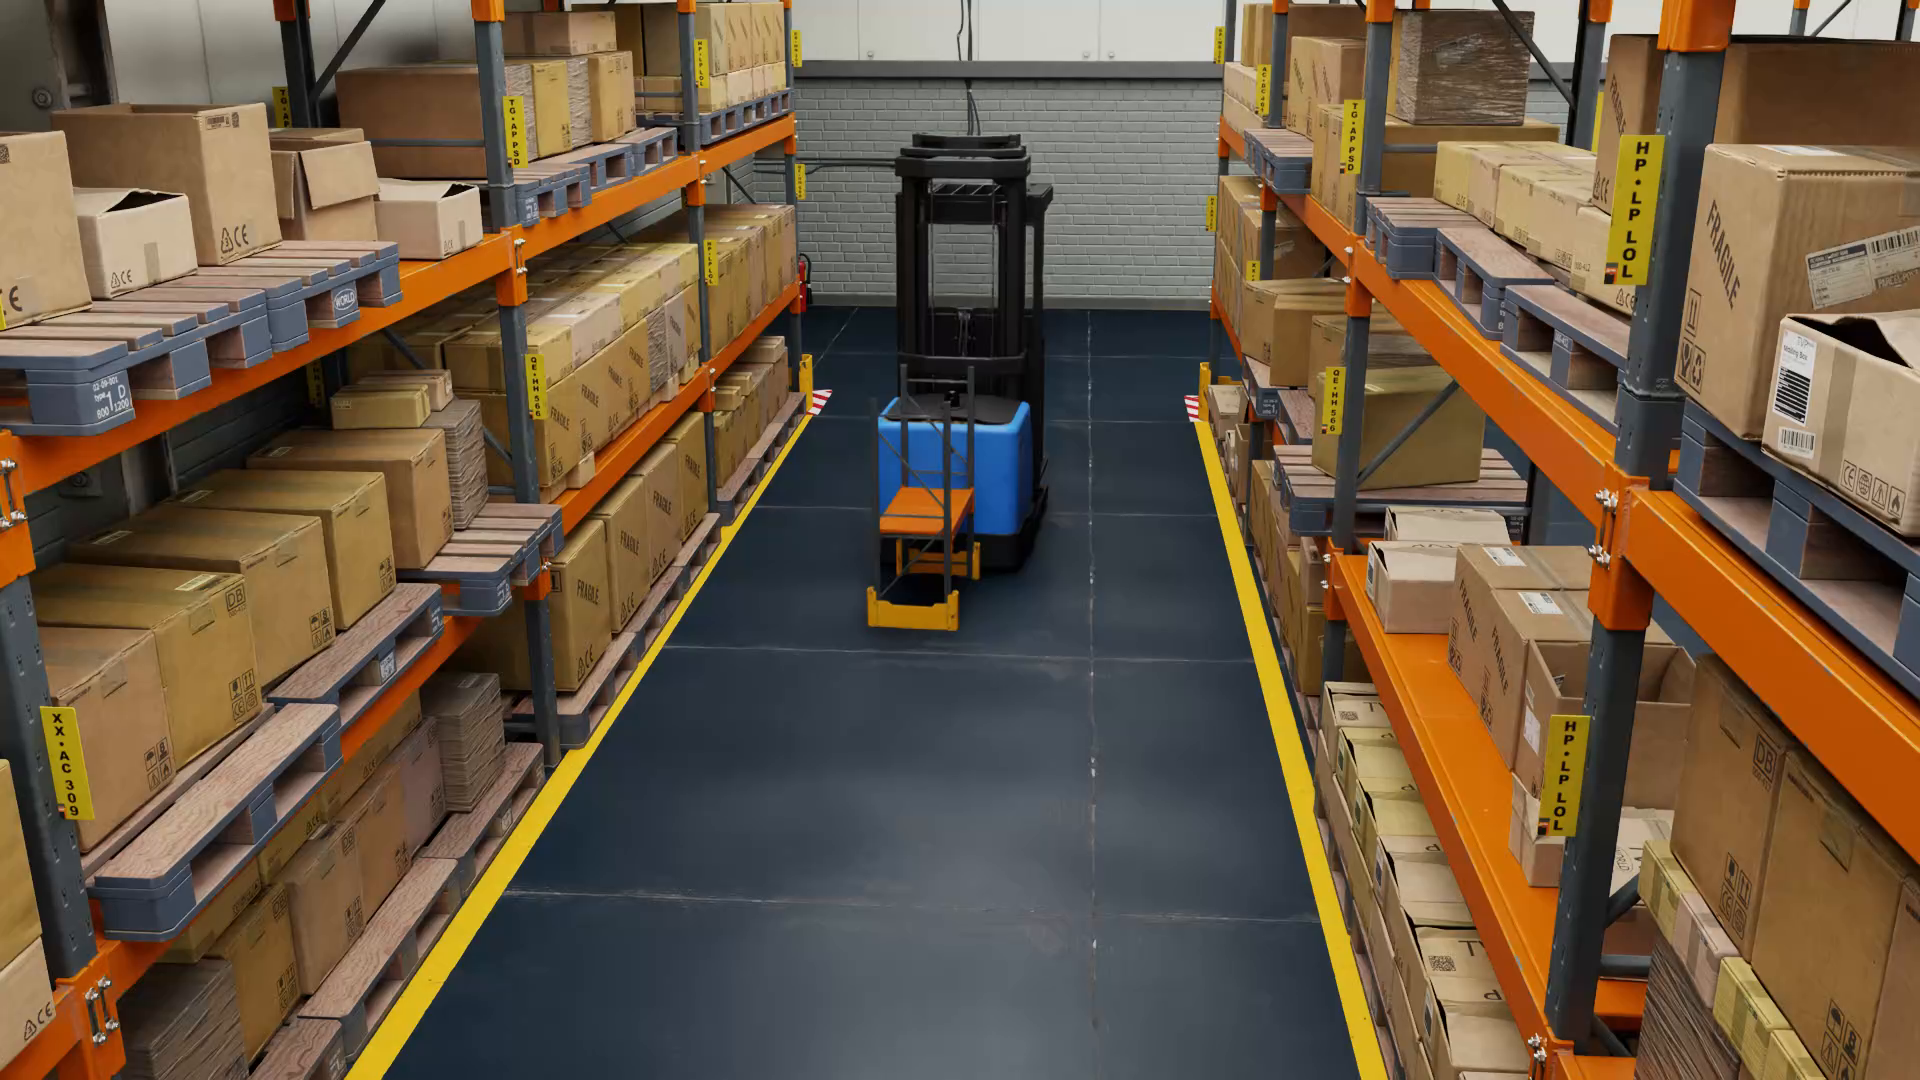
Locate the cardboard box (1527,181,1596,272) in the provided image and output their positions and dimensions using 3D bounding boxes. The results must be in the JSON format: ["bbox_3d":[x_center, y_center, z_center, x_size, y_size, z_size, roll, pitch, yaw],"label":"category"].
[{"bbox_3d":[2.229,-1.042,5.535,0.500,0.250,0.500,0,18,-1],"label":"cardboard box"}]

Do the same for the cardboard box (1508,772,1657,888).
[{"bbox_3d":[1.911,0.891,5.103,0.396,0.266,0.258,1,18,3],"label":"cardboard box"}]

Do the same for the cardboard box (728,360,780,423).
[{"bbox_3d":[-2.036,-1.369,15.123,0.700,0.500,0.500,1,18,4],"label":"cardboard box"}]

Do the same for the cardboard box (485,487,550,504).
[{"bbox_3d":[-2.369,-0.235,8.694,0.380,0.149,0.250,1,18,3],"label":"cardboard box"}]

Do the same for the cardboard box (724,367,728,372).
[{"bbox_3d":[-2.262,-1.562,14.670,0.380,0.149,0.250,2,18,5],"label":"cardboard box"}]

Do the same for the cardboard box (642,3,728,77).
[{"bbox_3d":[-2.006,-3.663,12.168,0.500,0.500,0.500,1,18,3],"label":"cardboard box"}]

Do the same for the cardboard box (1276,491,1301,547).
[{"bbox_3d":[2.220,-0.147,10.157,0.500,0.250,0.500,1,18,3],"label":"cardboard box"}]

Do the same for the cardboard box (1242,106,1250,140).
[{"bbox_3d":[2.448,-3.202,12.802,0.500,0.250,0.500,1,18,4],"label":"cardboard box"}]

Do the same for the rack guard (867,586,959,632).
[{"bbox_3d":[-0.302,0.442,10.672,0.587,0.250,0.087,3,18,8],"label":"rack guard"}]

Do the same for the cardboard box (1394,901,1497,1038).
[{"bbox_3d":[1.844,1.496,5.881,0.500,0.311,0.500,1,18,4],"label":"cardboard box"}]

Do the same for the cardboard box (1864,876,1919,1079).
[{"bbox_3d":[1.934,0.891,2.644,0.700,0.500,0.500,1,18,4],"label":"cardboard box"}]

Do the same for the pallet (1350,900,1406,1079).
[{"bbox_3d":[2.130,1.820,6.531,1.003,0.211,1.213,1,18,4],"label":"pallet"}]

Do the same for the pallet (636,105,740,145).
[{"bbox_3d":[-2.267,-3.127,12.474,1.003,0.211,1.213,1,18,4],"label":"pallet"}]

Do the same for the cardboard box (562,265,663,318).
[{"bbox_3d":[-2.198,-1.577,10.543,0.500,0.250,0.500,2,18,5],"label":"cardboard box"}]

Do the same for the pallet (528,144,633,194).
[{"bbox_3d":[-2.553,-2.132,9.598,1.003,0.211,1.213,2,18,6],"label":"pallet"}]

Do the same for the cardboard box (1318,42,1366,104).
[{"bbox_3d":[2.402,-2.531,9.518,0.600,0.600,0.600,1,18,2],"label":"cardboard box"}]

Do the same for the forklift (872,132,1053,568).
[{"bbox_3d":[0.109,-1.617,12.652,1.130,2.935,3.031,3,18,8],"label":"forklift"}]

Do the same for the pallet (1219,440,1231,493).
[{"bbox_3d":[2.740,-0.648,14.063,1.003,0.211,1.213,1,18,4],"label":"pallet"}]

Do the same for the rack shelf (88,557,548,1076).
[{"bbox_3d":[-2.767,0.715,6.578,1.077,0.370,4.000,1,18,4],"label":"rack shelf"}]

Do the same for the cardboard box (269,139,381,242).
[{"bbox_3d":[-2.809,-1.331,6.653,0.797,0.503,0.637,4,19,12],"label":"cardboard box"}]

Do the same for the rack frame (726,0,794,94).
[{"bbox_3d":[-2.050,-5.583,15.010,1.000,3.000,0.127,1,18,4],"label":"rack frame"}]

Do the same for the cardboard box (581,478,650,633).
[{"bbox_3d":[-2.370,0.077,10.149,0.750,0.750,0.750,1,18,4],"label":"cardboard box"}]

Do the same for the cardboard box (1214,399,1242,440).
[{"bbox_3d":[2.498,-1.052,14.526,0.500,0.250,0.500,1,18,4],"label":"cardboard box"}]

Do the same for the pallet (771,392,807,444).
[{"bbox_3d":[-2.029,-1.157,15.615,1.003,0.211,1.213,1,18,4],"label":"pallet"}]

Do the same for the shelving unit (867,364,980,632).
[{"bbox_3d":[-0.228,-0.305,10.946,0.587,1.500,1.083,3,18,8],"label":"shelving unit"}]

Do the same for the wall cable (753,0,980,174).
[{"bbox_3d":[-1.288,-5.856,20.830,3.097,2.526,0.112,1,18,4],"label":"wall cable"}]

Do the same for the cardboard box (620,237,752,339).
[{"bbox_3d":[-2.223,-2.027,13.311,0.980,0.700,0.700,1,18,3],"label":"cardboard box"}]

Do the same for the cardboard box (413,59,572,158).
[{"bbox_3d":[-2.607,-2.419,9.303,0.700,0.500,0.500,2,18,7],"label":"cardboard box"}]

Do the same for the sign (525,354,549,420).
[{"bbox_3d":[-2.081,-0.751,8.165,0.100,0.325,0.005,1,18,4],"label":"sign"}]

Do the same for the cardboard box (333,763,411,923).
[{"bbox_3d":[-2.783,1.268,7.043,0.700,0.500,0.500,1,18,4],"label":"cardboard box"}]

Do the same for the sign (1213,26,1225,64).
[{"bbox_3d":[2.350,-4.476,15.044,0.100,0.325,0.005,1,18,4],"label":"sign"}]

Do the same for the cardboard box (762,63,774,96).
[{"bbox_3d":[-1.874,-3.938,14.214,0.500,0.250,0.500,1,18,2],"label":"cardboard box"}]

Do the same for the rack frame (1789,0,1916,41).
[{"bbox_3d":[7.832,-5.362,14.335,1.000,3.000,0.127,1,18,4],"label":"rack frame"}]

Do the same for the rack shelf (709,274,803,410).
[{"bbox_3d":[-2.193,-1.769,14.160,1.077,0.370,4.000,1,18,4],"label":"rack shelf"}]

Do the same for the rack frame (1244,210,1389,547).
[{"bbox_3d":[2.605,-1.380,11.819,1.000,3.000,0.127,1,18,4],"label":"rack frame"}]

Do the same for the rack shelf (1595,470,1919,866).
[{"bbox_3d":[1.888,0.642,1.985,1.077,0.370,4.000,1,18,4],"label":"rack shelf"}]

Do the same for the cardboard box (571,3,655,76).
[{"bbox_3d":[-2.519,-3.670,12.189,0.500,0.500,0.500,1,18,3],"label":"cardboard box"}]

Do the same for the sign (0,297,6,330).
[{"bbox_3d":[-2.368,-0.667,3.993,0.100,0.325,0.005,1,18,4],"label":"sign"}]

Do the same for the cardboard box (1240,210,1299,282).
[{"bbox_3d":[2.417,-2.225,12.630,0.500,0.500,0.500,1,18,3],"label":"cardboard box"}]

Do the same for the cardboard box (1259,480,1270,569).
[{"bbox_3d":[2.300,-0.091,11.191,0.500,0.500,0.500,2,18,5],"label":"cardboard box"}]

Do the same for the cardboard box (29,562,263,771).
[{"bbox_3d":[-2.792,0.407,5.495,0.700,0.500,0.500,3,18,10],"label":"cardboard box"}]

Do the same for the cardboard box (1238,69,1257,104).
[{"bbox_3d":[2.483,-3.595,13.198,0.500,0.250,0.500,1,18,4],"label":"cardboard box"}]

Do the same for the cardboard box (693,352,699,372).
[{"bbox_3d":[-2.078,-1.269,11.849,0.380,0.149,0.250,1,18,4],"label":"cardboard box"}]

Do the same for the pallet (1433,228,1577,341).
[{"bbox_3d":[2.281,-0.914,5.880,1.003,0.211,1.213,2,18,6],"label":"pallet"}]

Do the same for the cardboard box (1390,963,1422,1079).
[{"bbox_3d":[1.846,1.760,5.976,0.500,0.250,0.500,2,18,5],"label":"cardboard box"}]

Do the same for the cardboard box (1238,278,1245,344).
[{"bbox_3d":[2.420,-1.749,12.783,0.500,0.500,0.500,2,18,5],"label":"cardboard box"}]

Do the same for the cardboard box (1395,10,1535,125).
[{"bbox_3d":[2.356,-2.222,7.802,0.500,0.500,0.500,1,18,4],"label":"cardboard box"}]

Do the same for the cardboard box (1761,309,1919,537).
[{"bbox_3d":[1.693,-0.227,2.724,0.500,0.311,0.500,0,18,1],"label":"cardboard box"}]

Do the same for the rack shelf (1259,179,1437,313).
[{"bbox_3d":[2.461,-1.843,9.568,1.077,0.370,4.000,1,18,4],"label":"rack shelf"}]

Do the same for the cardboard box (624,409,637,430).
[{"bbox_3d":[-2.244,-0.793,10.397,0.380,0.149,0.250,2,18,6],"label":"cardboard box"}]

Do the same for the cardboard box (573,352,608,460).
[{"bbox_3d":[-2.286,-0.754,9.235,0.500,0.500,0.500,2,18,6],"label":"cardboard box"}]

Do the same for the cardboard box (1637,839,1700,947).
[{"bbox_3d":[1.819,0.828,3.878,0.380,0.149,0.250,1,18,4],"label":"cardboard box"}]

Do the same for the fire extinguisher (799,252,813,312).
[{"bbox_3d":[-1.579,-2.555,16.126,0.296,0.674,0.183,1,18,4],"label":"fire extinguisher"}]

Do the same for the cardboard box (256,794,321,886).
[{"bbox_3d":[-2.812,1.090,6.384,0.500,0.250,0.500,1,18,2],"label":"cardboard box"}]
